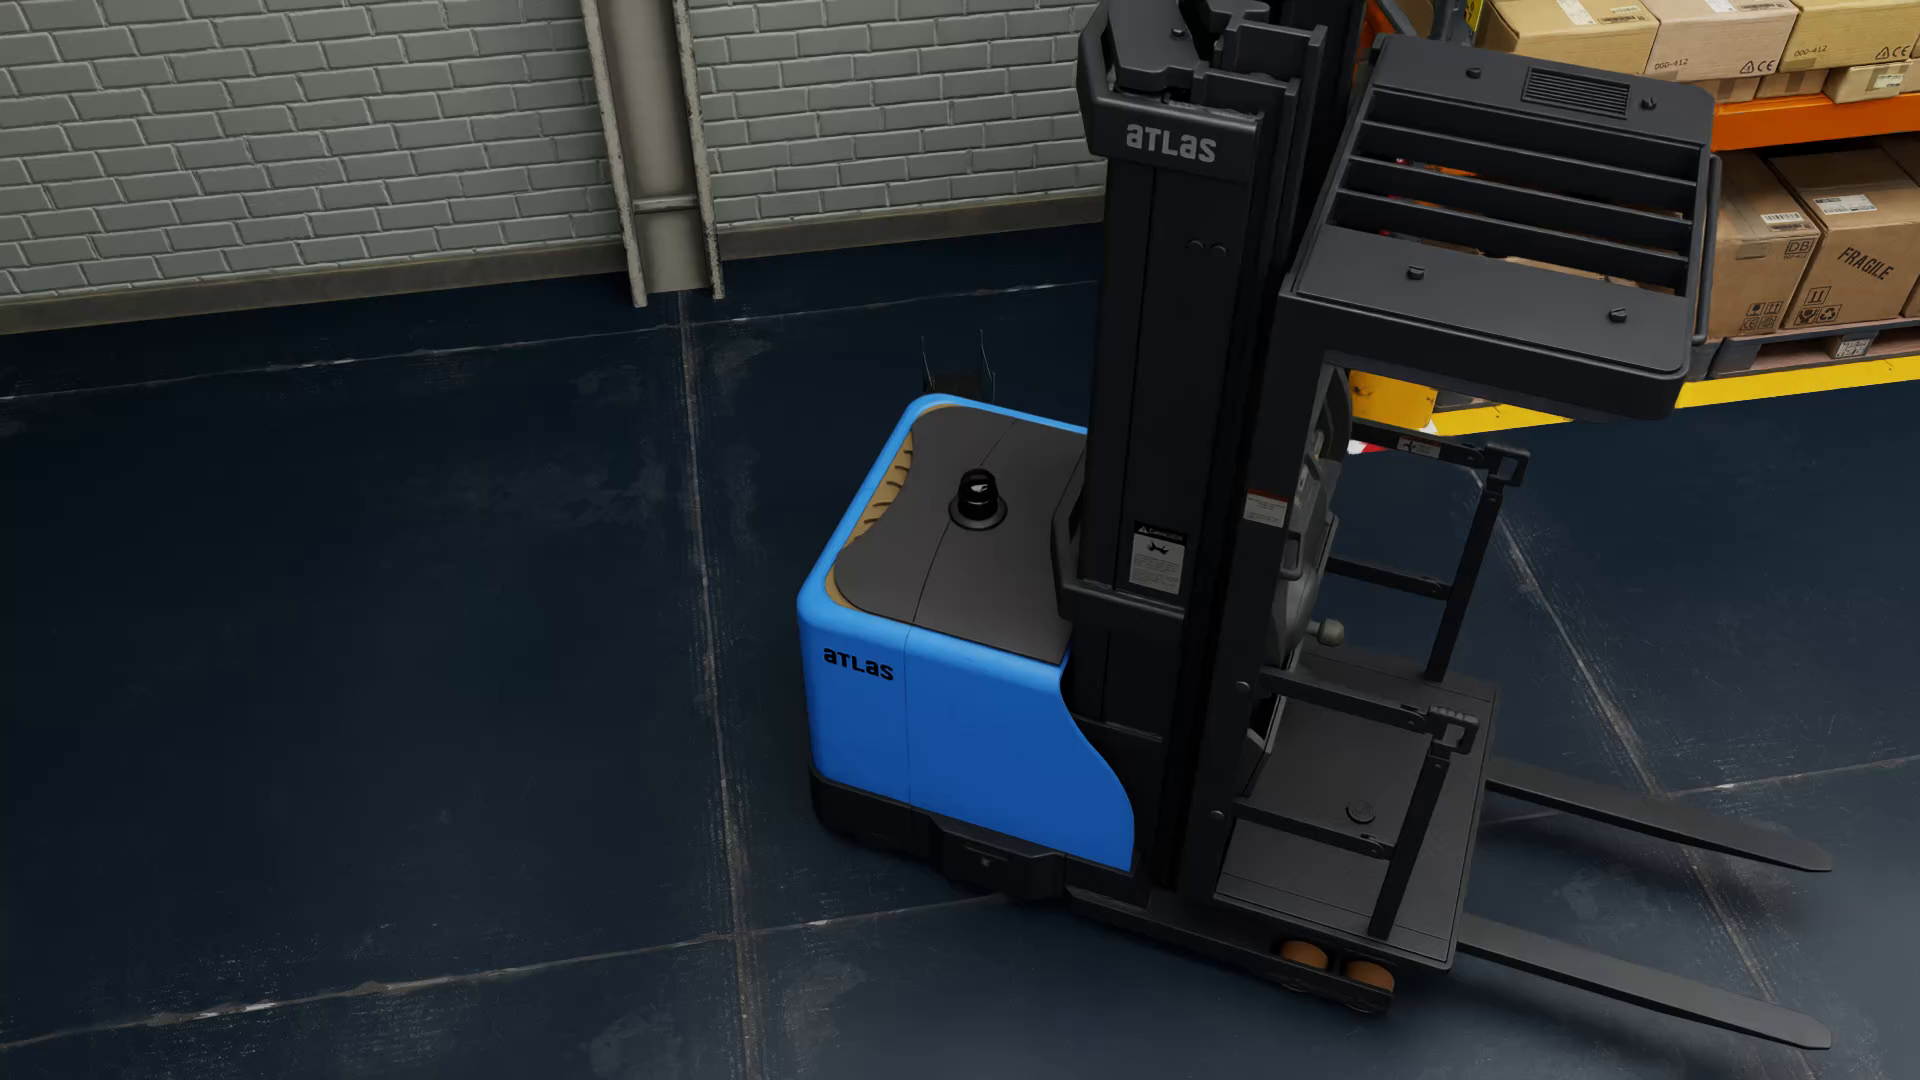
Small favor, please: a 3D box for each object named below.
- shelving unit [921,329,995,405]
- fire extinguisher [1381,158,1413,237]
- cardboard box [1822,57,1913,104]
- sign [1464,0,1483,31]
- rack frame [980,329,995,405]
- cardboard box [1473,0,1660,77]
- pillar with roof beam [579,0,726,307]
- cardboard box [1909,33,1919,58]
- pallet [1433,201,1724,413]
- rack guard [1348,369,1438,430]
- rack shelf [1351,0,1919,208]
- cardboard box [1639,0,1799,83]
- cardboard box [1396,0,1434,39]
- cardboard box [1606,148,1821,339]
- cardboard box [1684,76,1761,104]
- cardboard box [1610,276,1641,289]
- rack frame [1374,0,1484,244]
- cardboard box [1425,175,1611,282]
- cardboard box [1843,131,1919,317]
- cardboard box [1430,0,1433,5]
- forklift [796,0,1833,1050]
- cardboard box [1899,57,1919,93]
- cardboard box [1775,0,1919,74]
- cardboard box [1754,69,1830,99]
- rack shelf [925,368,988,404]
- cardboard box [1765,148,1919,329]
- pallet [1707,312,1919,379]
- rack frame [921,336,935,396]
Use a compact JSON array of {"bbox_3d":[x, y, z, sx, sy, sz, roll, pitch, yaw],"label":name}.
[{"bbox_3d":[-0.008,-0.311,5.925,0.210,0.900,0.258,-7,46,-7],"label":"shelving unit"},{"bbox_3d":[1.497,-1.373,5.803,0.183,0.674,0.296,-7,46,-7],"label":"fire extinguisher"},{"bbox_3d":[3.212,-1.757,6.034,0.250,0.149,0.380,-8,47,-8],"label":"cardboard box"},{"bbox_3d":[1.656,-1.791,5.291,0.005,0.325,0.100,-7,46,-7],"label":"sign"},{"bbox_3d":[0.092,-0.324,5.937,0.006,0.900,0.240,-7,46,-7],"label":"rack frame"},{"bbox_3d":[2.056,-1.791,5.790,0.500,0.250,0.500,-7,46,-7],"label":"cardboard box"},{"bbox_3d":[-0.513,-1.211,1.168,0.400,9.000,9.100,-7,46,-7],"label":"pillar with roof beam"},{"bbox_3d":[3.552,-1.996,5.988,0.500,0.250,0.500,-8,47,-8],"label":"cardboard box"},{"bbox_3d":[2.424,-1.016,7.082,1.213,0.211,1.003,-7,46,-7],"label":"pallet"},{"bbox_3d":[1.638,-1.018,6.883,0.348,0.500,1.175,-7,46,-7],"label":"rack guard"},{"bbox_3d":[3.534,-1.871,6.470,4.000,0.370,1.077,-7,46,-7],"label":"rack shelf"},{"bbox_3d":[2.553,-1.853,5.850,0.500,0.250,0.500,-7,46,-6],"label":"cardboard box"},{"bbox_3d":[1.844,-2.020,6.287,0.250,0.149,0.380,-8,47,-7],"label":"cardboard box"},{"bbox_3d":[3.031,-1.239,6.805,0.500,0.500,0.700,-5,46,-5],"label":"cardboard box"},{"bbox_3d":[2.689,-1.743,6.020,0.250,0.149,0.380,-6,46,-6],"label":"cardboard box"},{"bbox_3d":[2.607,-1.065,6.881,0.250,0.149,0.380,-9,47,-8],"label":"cardboard box"},{"bbox_3d":[1.563,-1.876,5.974,0.127,3.000,1.000,-7,46,-7],"label":"rack frame"},{"bbox_3d":[2.182,-1.163,6.729,0.637,0.503,0.797,-9,47,-8],"label":"cardboard box"},{"bbox_3d":[4.054,-1.367,6.928,0.500,0.500,0.700,-9,47,-8],"label":"cardboard box"},{"bbox_3d":[1.971,-2.172,6.157,0.500,0.250,0.500,-6,46,-6],"label":"cardboard box"},{"bbox_3d":[1.099,-0.059,4.272,3.031,2.935,1.130,15,48,14],"label":"forklift"},{"bbox_3d":[3.468,-1.804,6.079,0.250,0.149,0.380,-6,46,-6],"label":"cardboard box"},{"bbox_3d":[3.052,-1.918,5.912,0.500,0.250,0.500,-8,47,-8],"label":"cardboard box"},{"bbox_3d":[2.950,-1.779,6.056,0.250,0.149,0.380,-6,46,-6],"label":"cardboard box"},{"bbox_3d":[-0.008,-0.475,5.755,0.200,0.077,0.258,-7,46,-7],"label":"rack shelf"},{"bbox_3d":[3.569,-1.233,6.799,0.500,0.500,0.500,-6,46,-6],"label":"cardboard box"},{"bbox_3d":[3.623,-1.163,7.224,1.213,0.211,1.003,-7,46,-7],"label":"pallet"},{"bbox_3d":[-0.108,-0.299,5.913,0.006,0.900,0.240,-7,46,-7],"label":"rack frame"}]
